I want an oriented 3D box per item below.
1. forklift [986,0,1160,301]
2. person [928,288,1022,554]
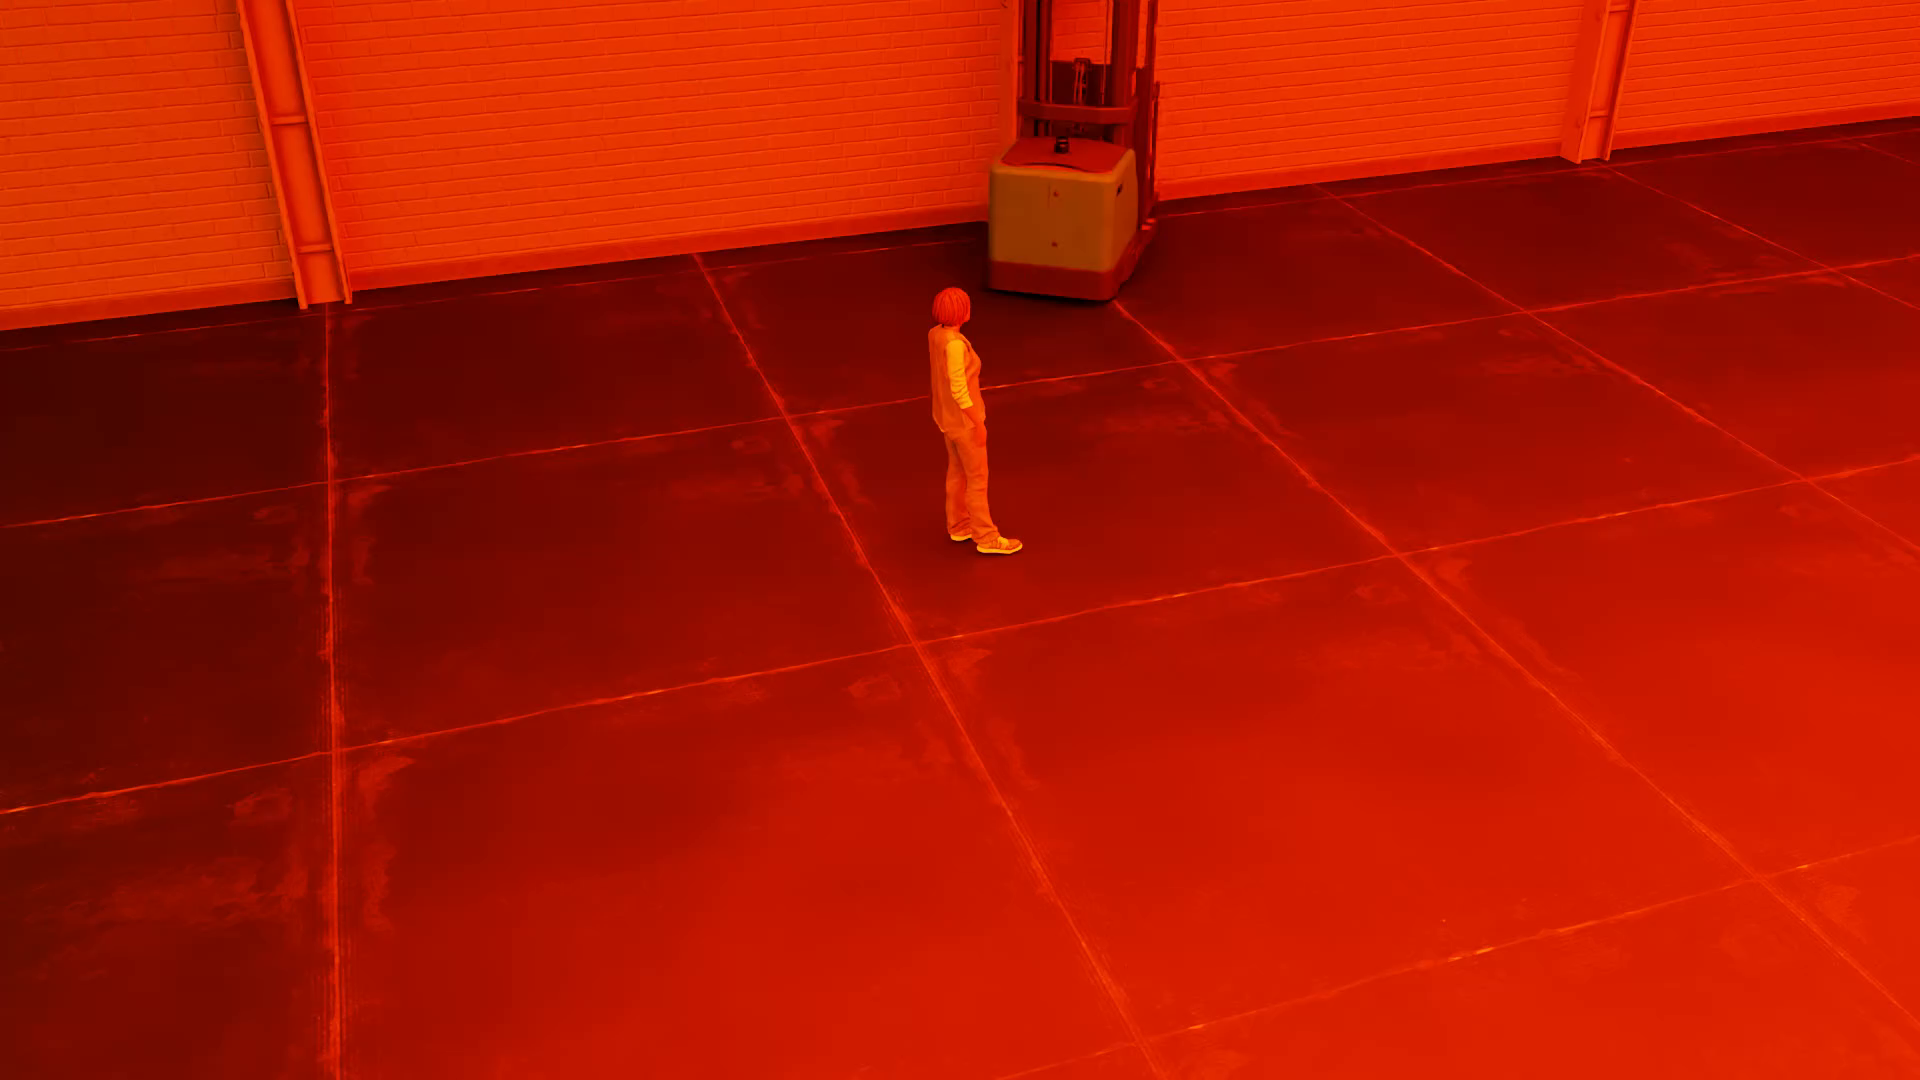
[{"bbox_3d":[1.113,-3.889,13.847,1.130,2.935,3.031,8,31,14],"label":"forklift"},{"bbox_3d":[0.074,-0.704,9.633,0.475,1.597,0.520,-10,31,-16],"label":"person"}]
